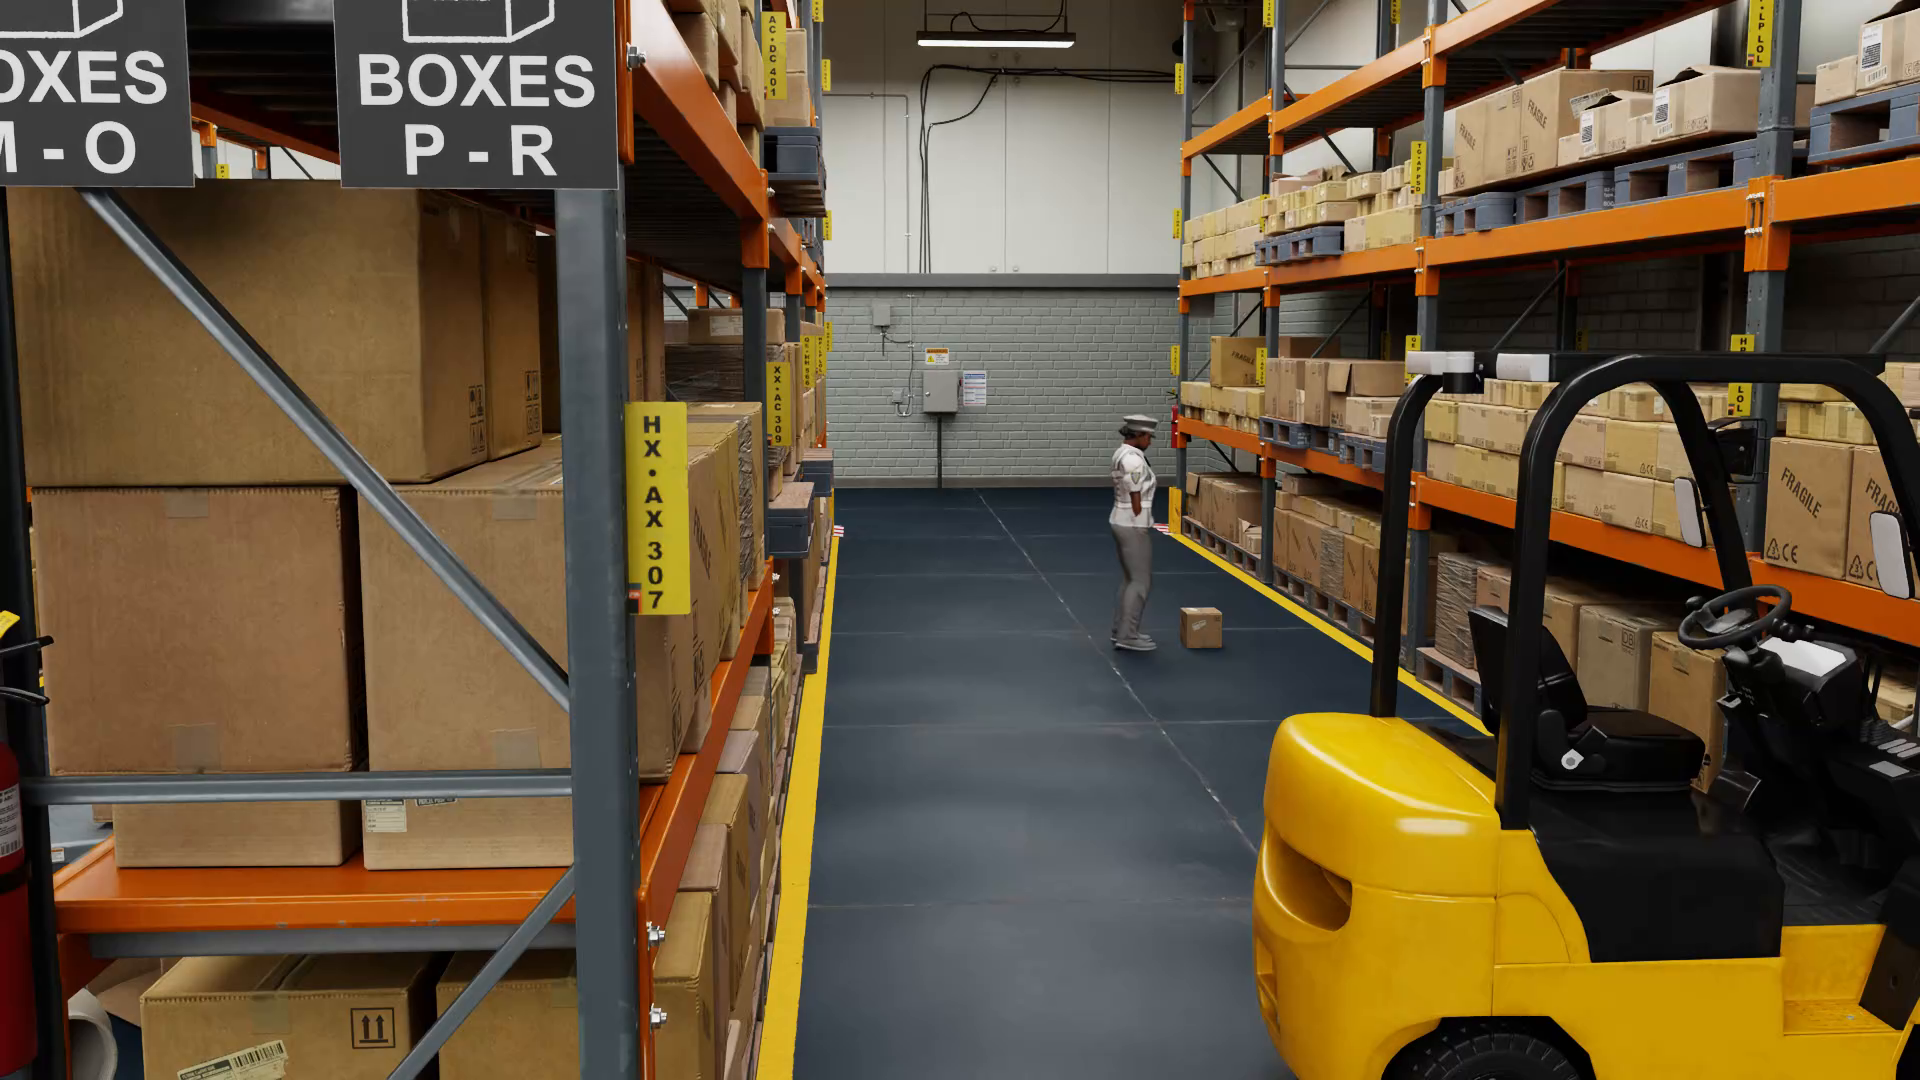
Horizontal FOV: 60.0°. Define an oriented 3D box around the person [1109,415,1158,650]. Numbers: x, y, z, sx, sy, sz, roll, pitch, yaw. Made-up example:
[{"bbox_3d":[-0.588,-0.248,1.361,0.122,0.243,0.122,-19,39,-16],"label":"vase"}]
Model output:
[{"bbox_3d":[1.229,-0.058,11.823,0.337,1.656,0.441,0,7,-3],"label":"person"}]
